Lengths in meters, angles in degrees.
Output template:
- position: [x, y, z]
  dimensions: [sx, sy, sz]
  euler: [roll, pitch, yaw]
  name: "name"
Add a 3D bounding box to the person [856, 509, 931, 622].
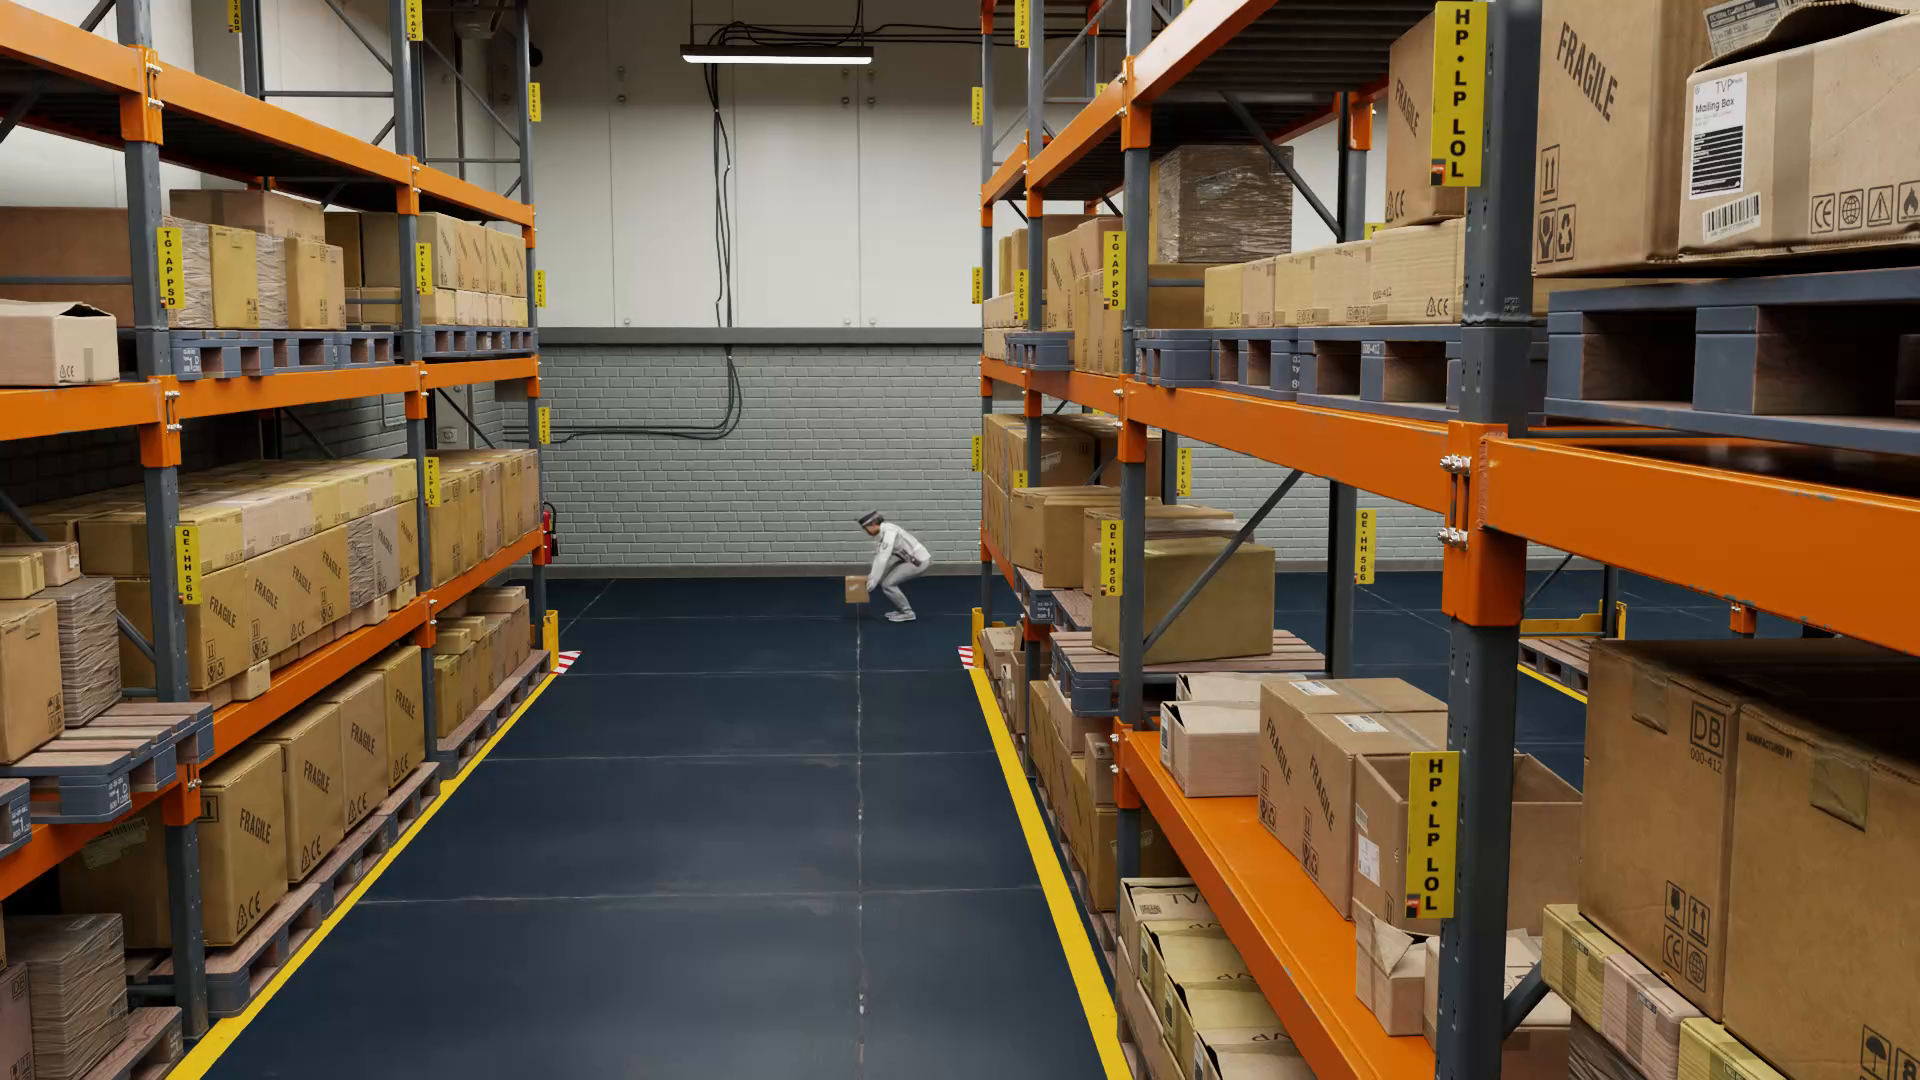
- position: [-0.702, 0.263, 17.585]
  dimensions: [0.789, 1.188, 0.524]
  euler: [0, 7, -4]
  name: "person"
